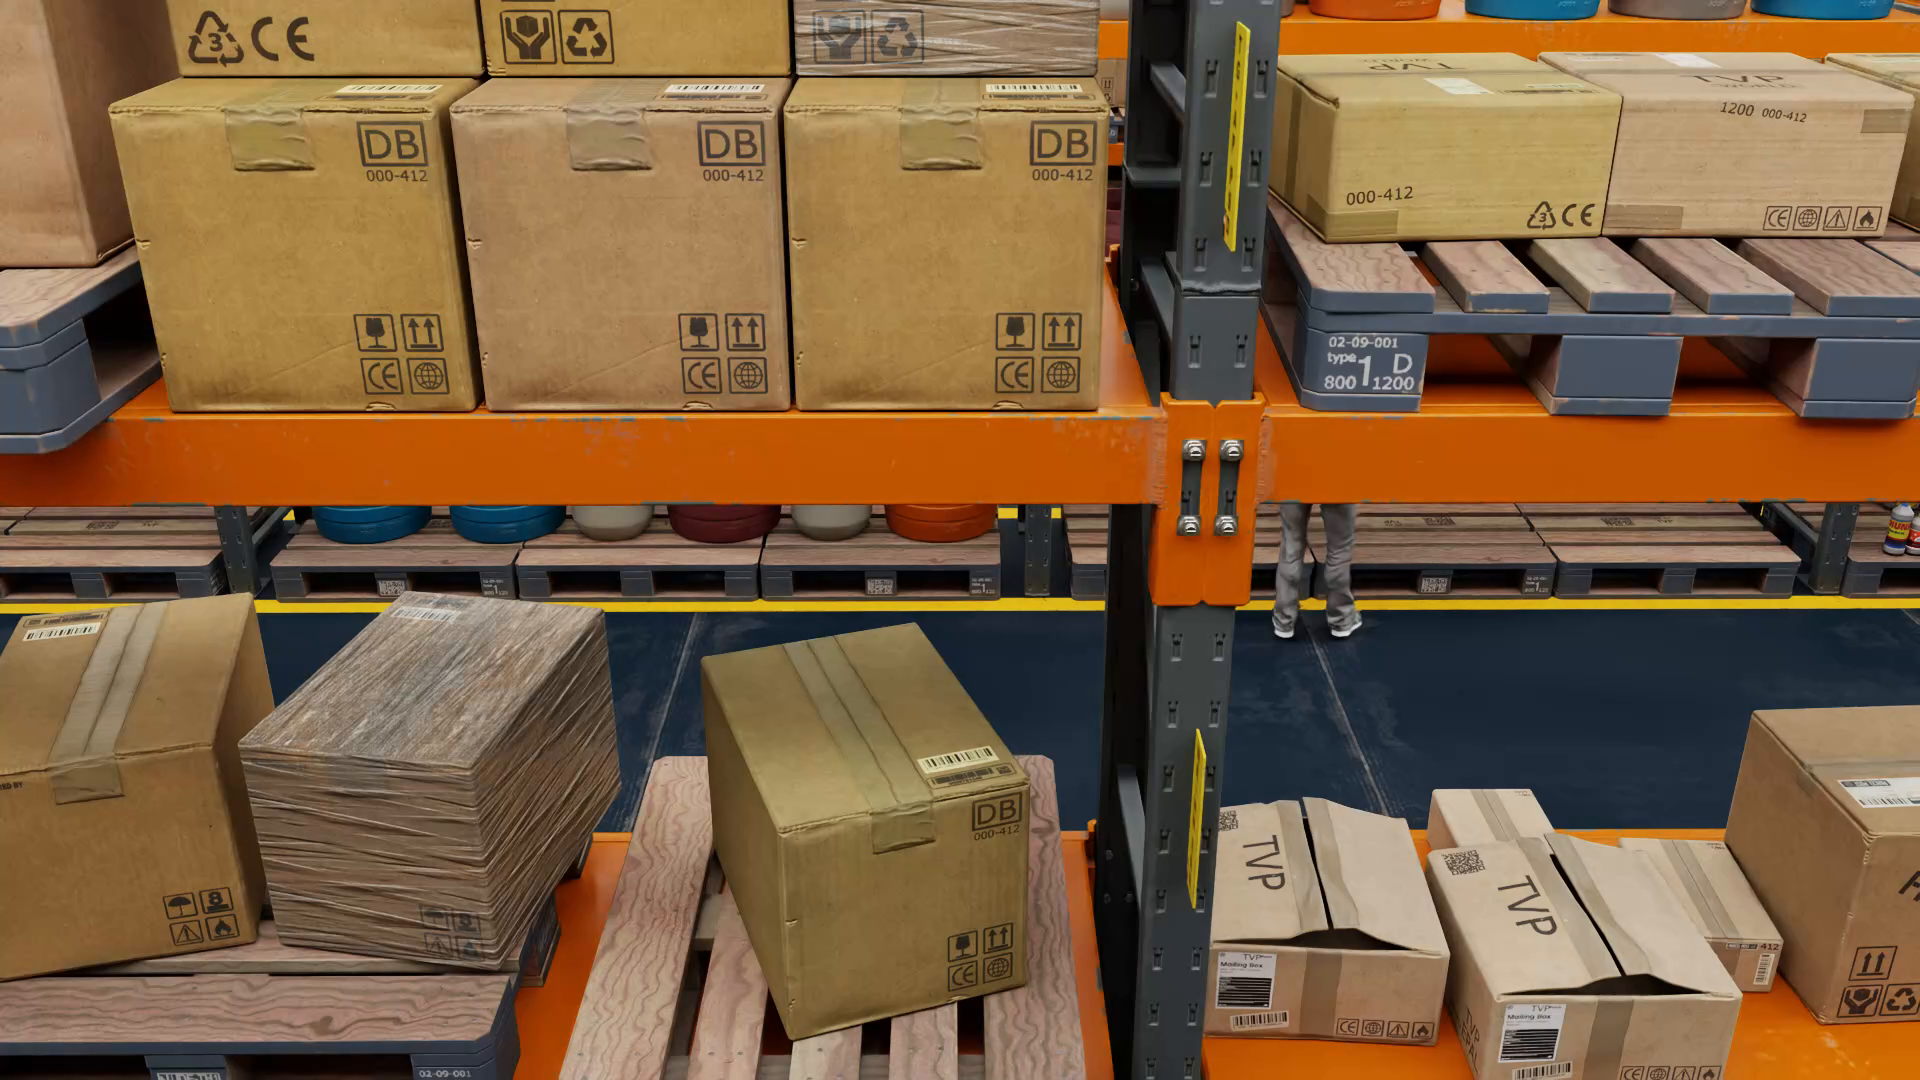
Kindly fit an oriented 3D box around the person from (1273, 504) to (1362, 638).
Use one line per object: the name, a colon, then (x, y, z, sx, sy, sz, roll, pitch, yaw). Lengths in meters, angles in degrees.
person: (1.693, -0.305, 7.756, 0.456, 1.600, 0.455, 17, 30, 33)
